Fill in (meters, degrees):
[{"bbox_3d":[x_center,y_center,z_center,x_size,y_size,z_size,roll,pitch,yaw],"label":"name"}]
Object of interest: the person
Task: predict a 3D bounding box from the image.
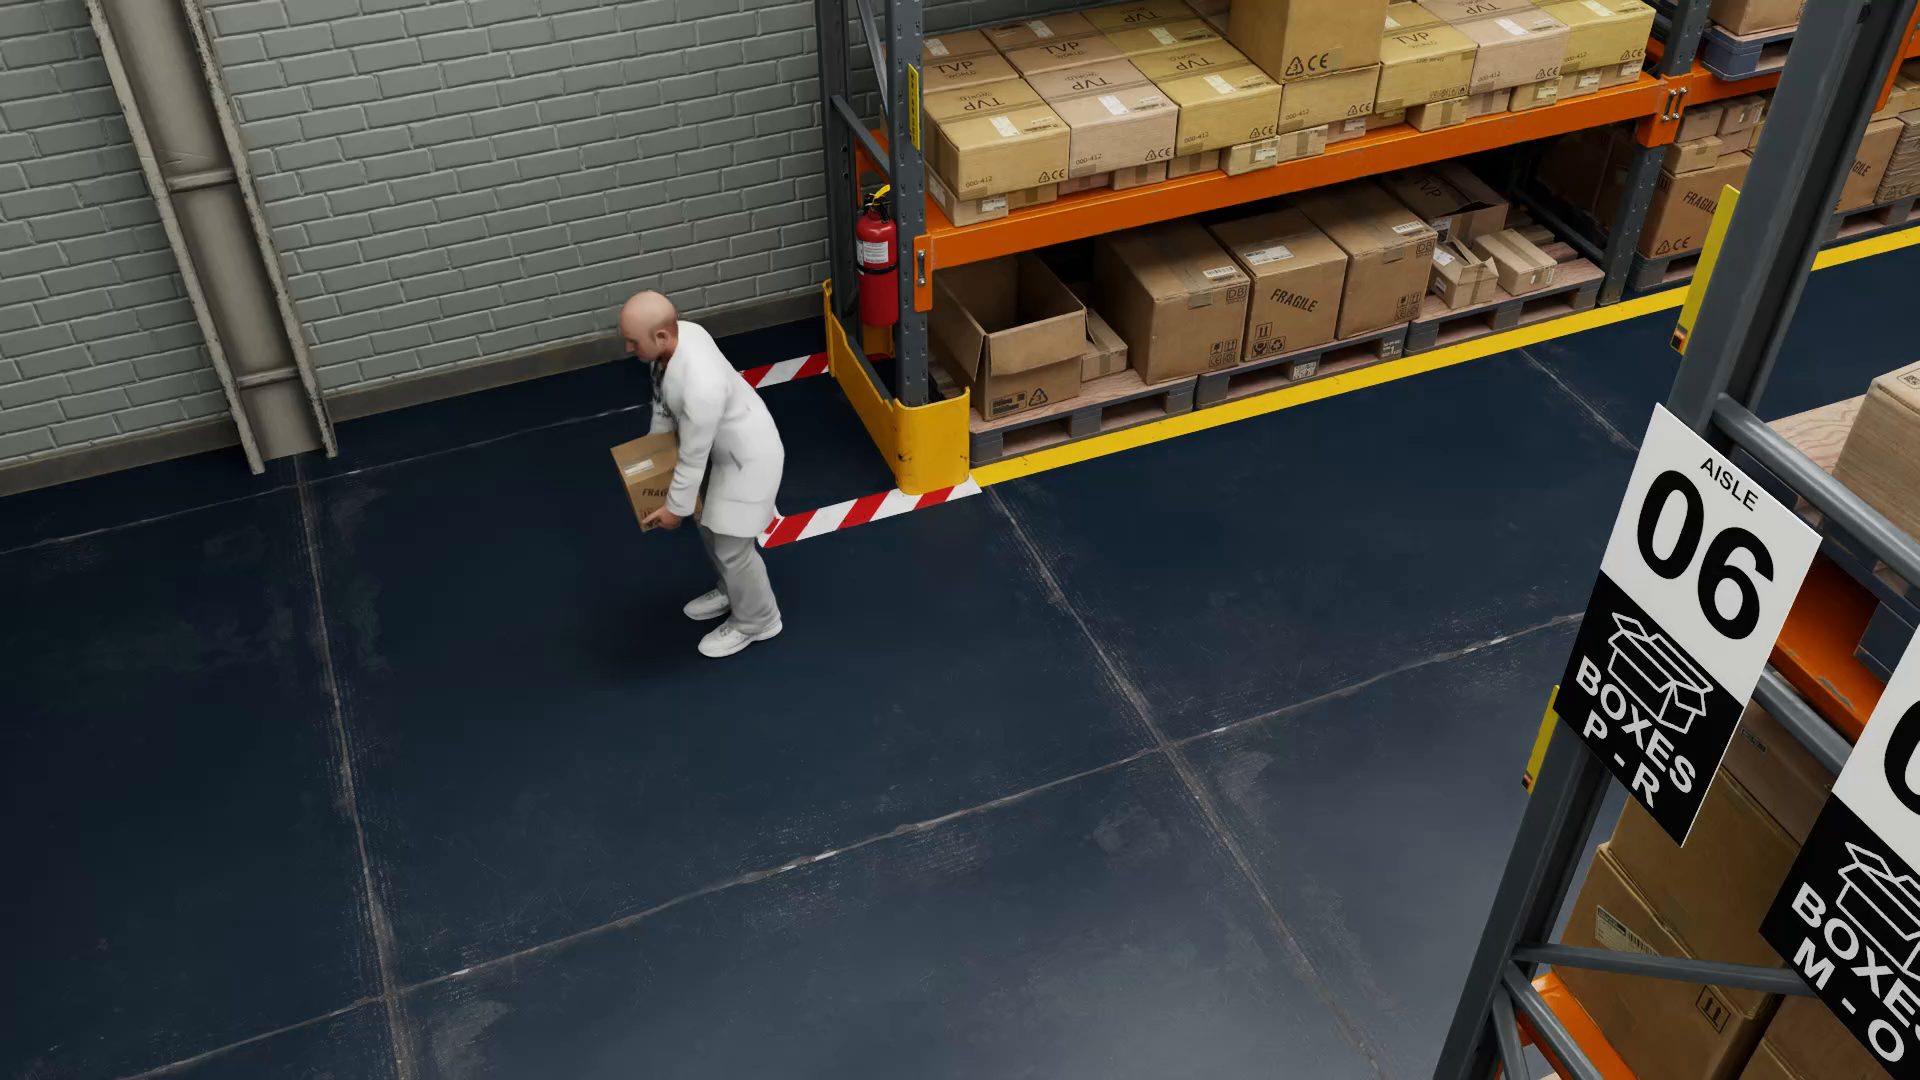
[{"bbox_3d":[-0.996,-0.276,6.536,0.609,1.718,0.526,-16,44,-17],"label":"person"}]
